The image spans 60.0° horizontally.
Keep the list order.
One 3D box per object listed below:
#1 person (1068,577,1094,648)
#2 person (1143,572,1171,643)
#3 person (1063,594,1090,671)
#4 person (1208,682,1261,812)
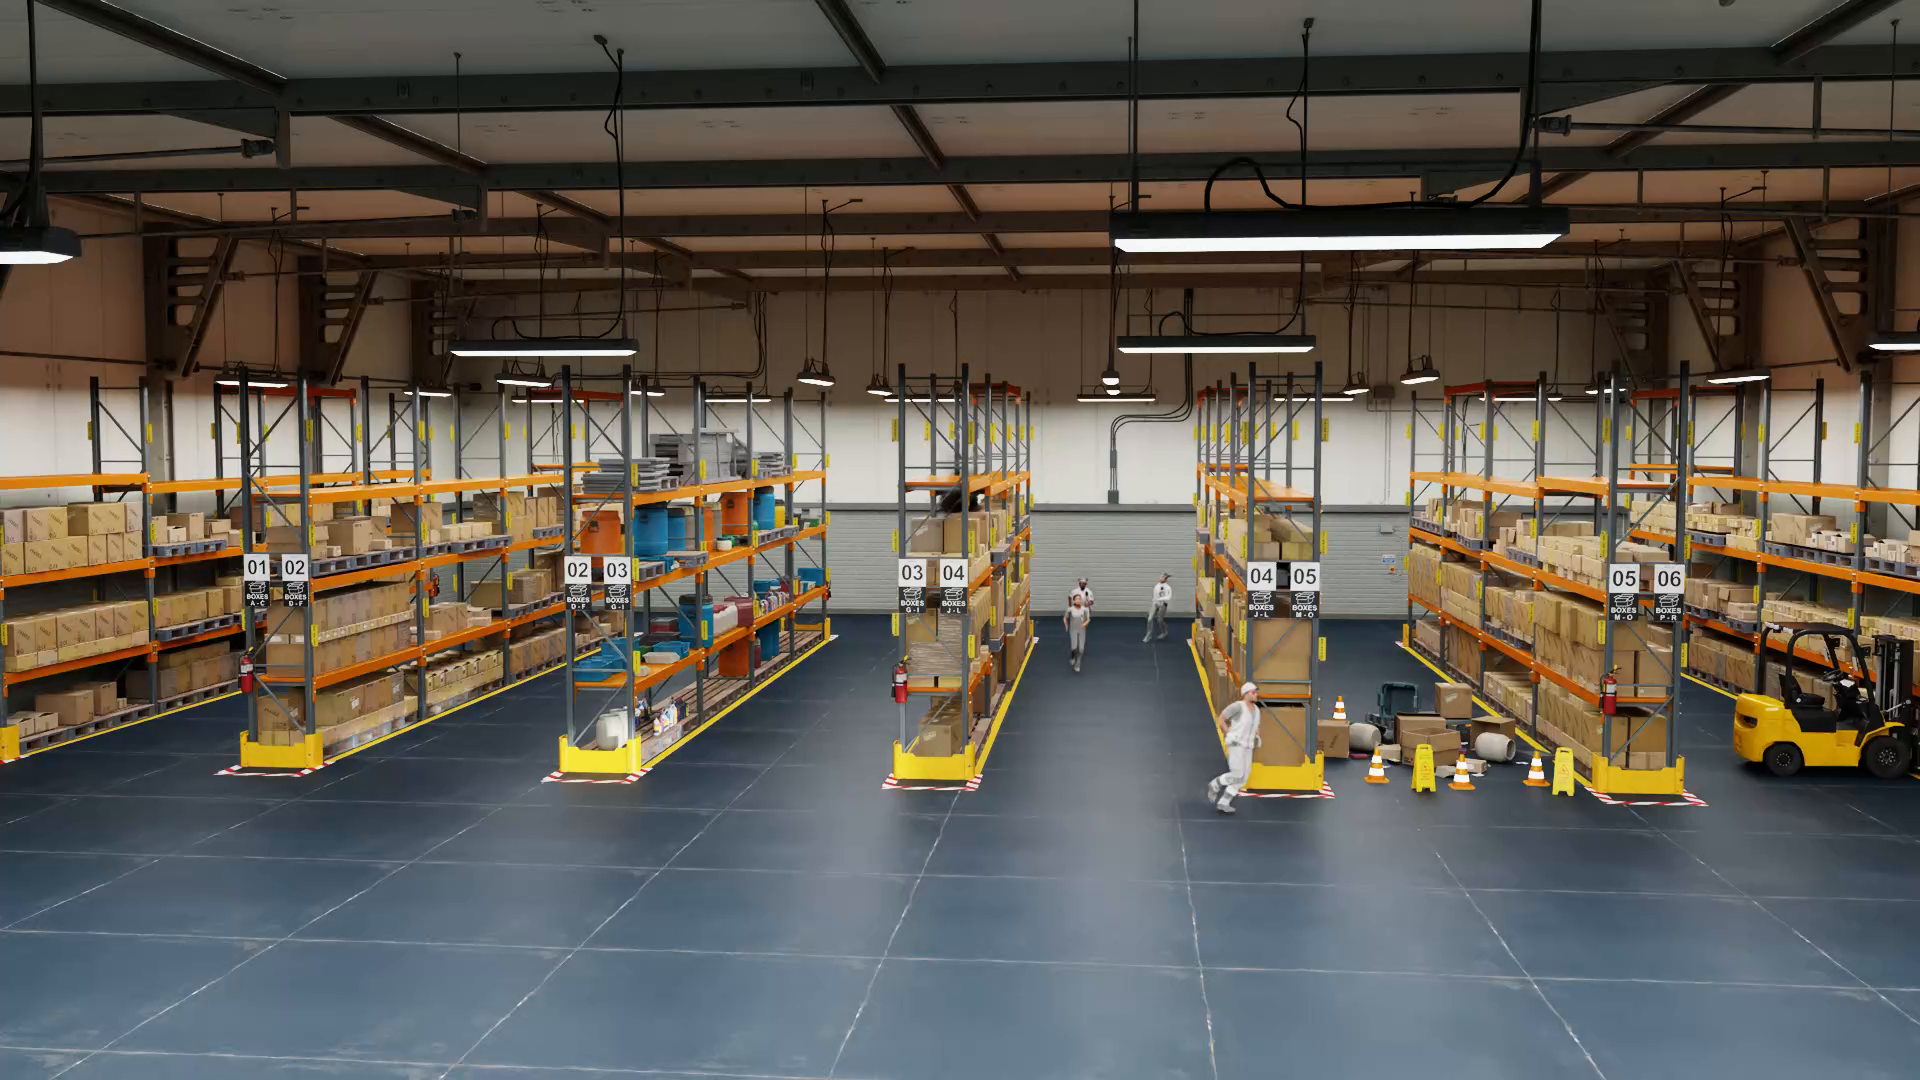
[{"bbox_3d":[2.806,1.706,38.350,0.570,1.718,0.666,0,4,-3],"label":"person"},{"bbox_3d":[4.784,1.599,39.836,0.845,1.685,0.619,-4,5,-44],"label":"person"},{"bbox_3d":[2.464,1.949,34.919,0.559,1.627,0.556,0,4,-2],"label":"person"},{"bbox_3d":[3.717,2.734,22.108,0.720,1.690,0.610,-3,4,-35],"label":"person"}]
